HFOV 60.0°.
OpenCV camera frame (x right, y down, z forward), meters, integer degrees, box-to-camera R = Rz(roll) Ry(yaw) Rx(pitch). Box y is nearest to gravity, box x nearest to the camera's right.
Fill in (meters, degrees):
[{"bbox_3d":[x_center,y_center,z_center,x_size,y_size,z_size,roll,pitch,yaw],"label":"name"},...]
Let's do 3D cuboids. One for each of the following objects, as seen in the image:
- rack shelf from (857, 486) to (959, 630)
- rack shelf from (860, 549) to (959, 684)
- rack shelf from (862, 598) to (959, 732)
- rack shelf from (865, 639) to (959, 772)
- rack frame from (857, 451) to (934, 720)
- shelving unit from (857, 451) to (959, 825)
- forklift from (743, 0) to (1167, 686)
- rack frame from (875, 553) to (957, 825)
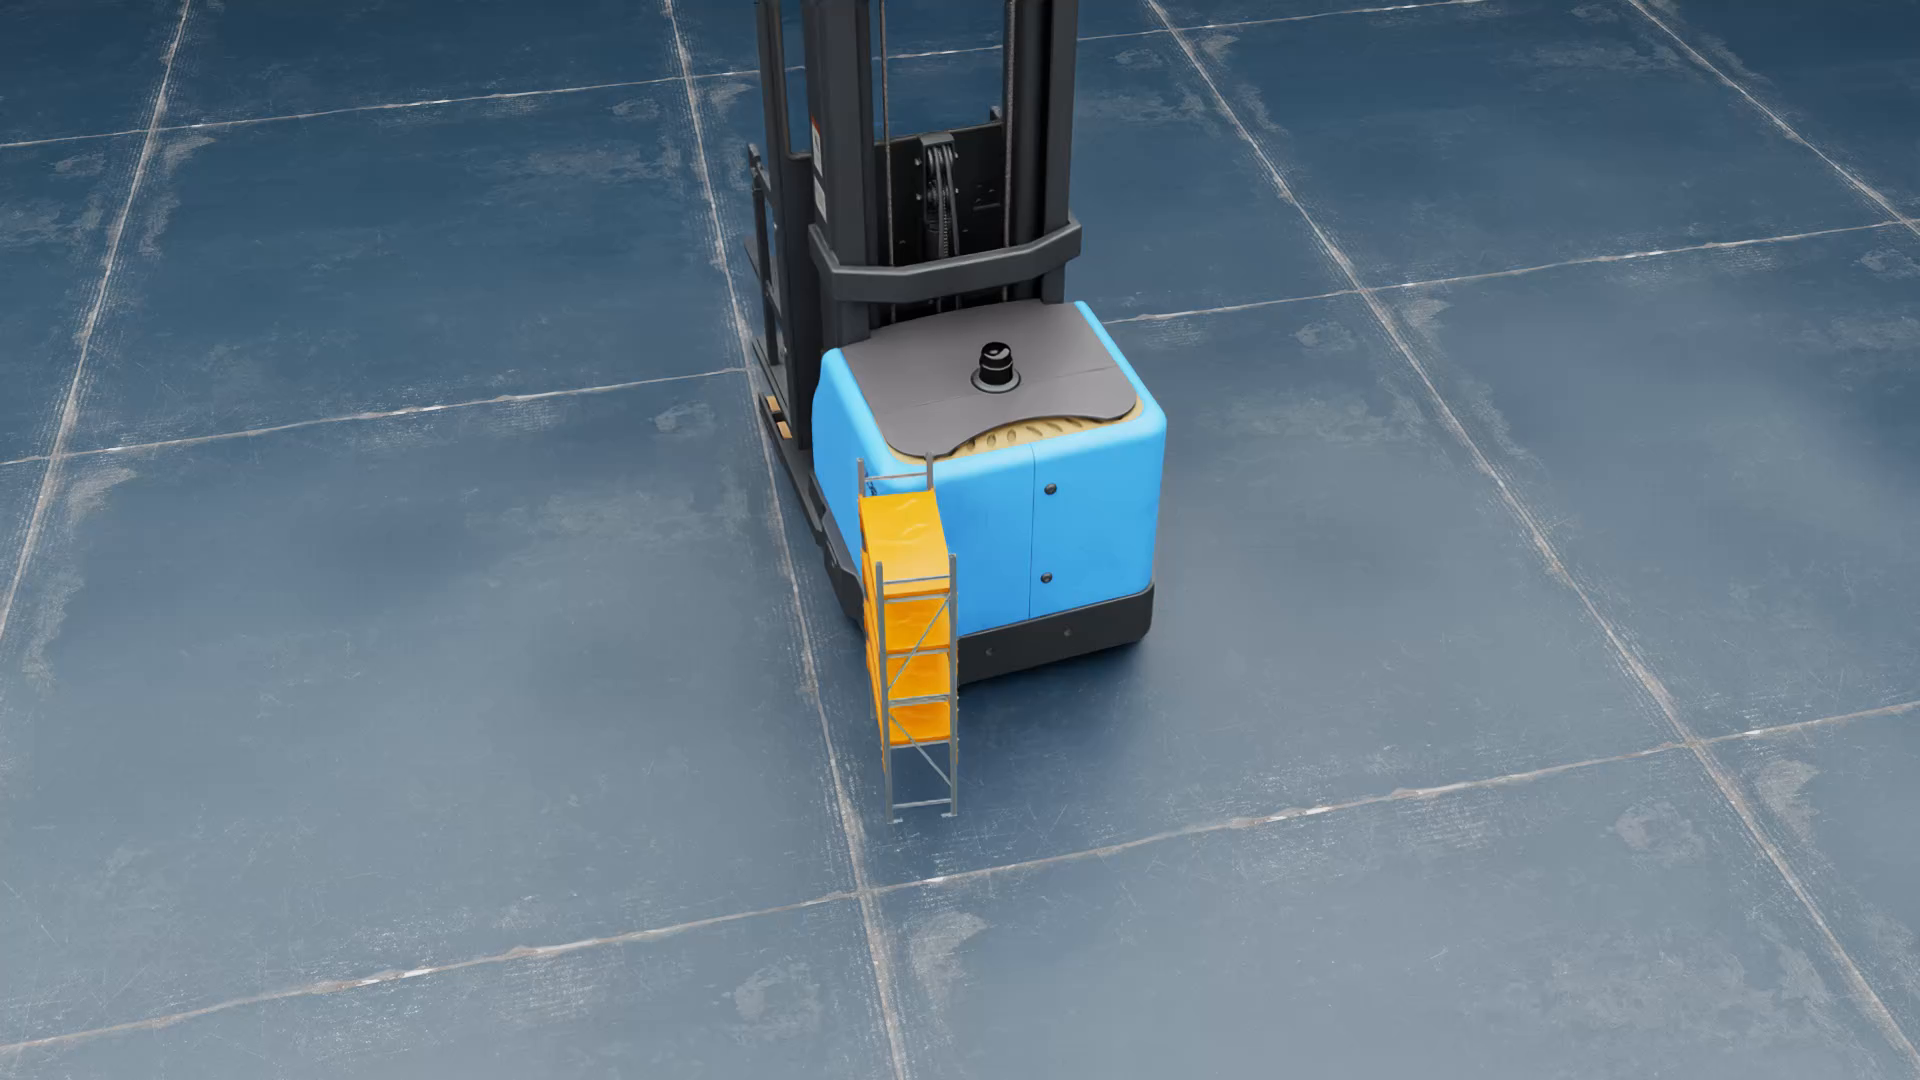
[{"bbox_3d":[-0.167,0.050,5.197,0.258,0.148,0.480,-6,42,-7],"label":"rack shelf"},{"bbox_3d":[-0.167,0.227,5.354,0.258,0.148,0.480,-6,42,-7],"label":"rack shelf"},{"bbox_3d":[-0.167,0.395,5.503,0.258,0.148,0.480,-6,42,-7],"label":"rack shelf"},{"bbox_3d":[-0.167,0.543,5.635,0.258,0.148,0.480,-6,42,-7],"label":"rack shelf"},{"bbox_3d":[-0.204,0.184,5.639,0.240,1.200,0.015,-6,42,-7],"label":"rack frame"},{"bbox_3d":[-0.167,0.344,5.458,0.258,1.200,0.503,-6,42,-7],"label":"shelving unit"},{"bbox_3d":[-0.238,-1.523,6.258,1.130,2.935,3.031,-13,43,-14],"label":"forklift"},{"bbox_3d":[-0.129,0.504,5.278,0.240,1.200,0.015,-6,42,-7],"label":"rack frame"}]
